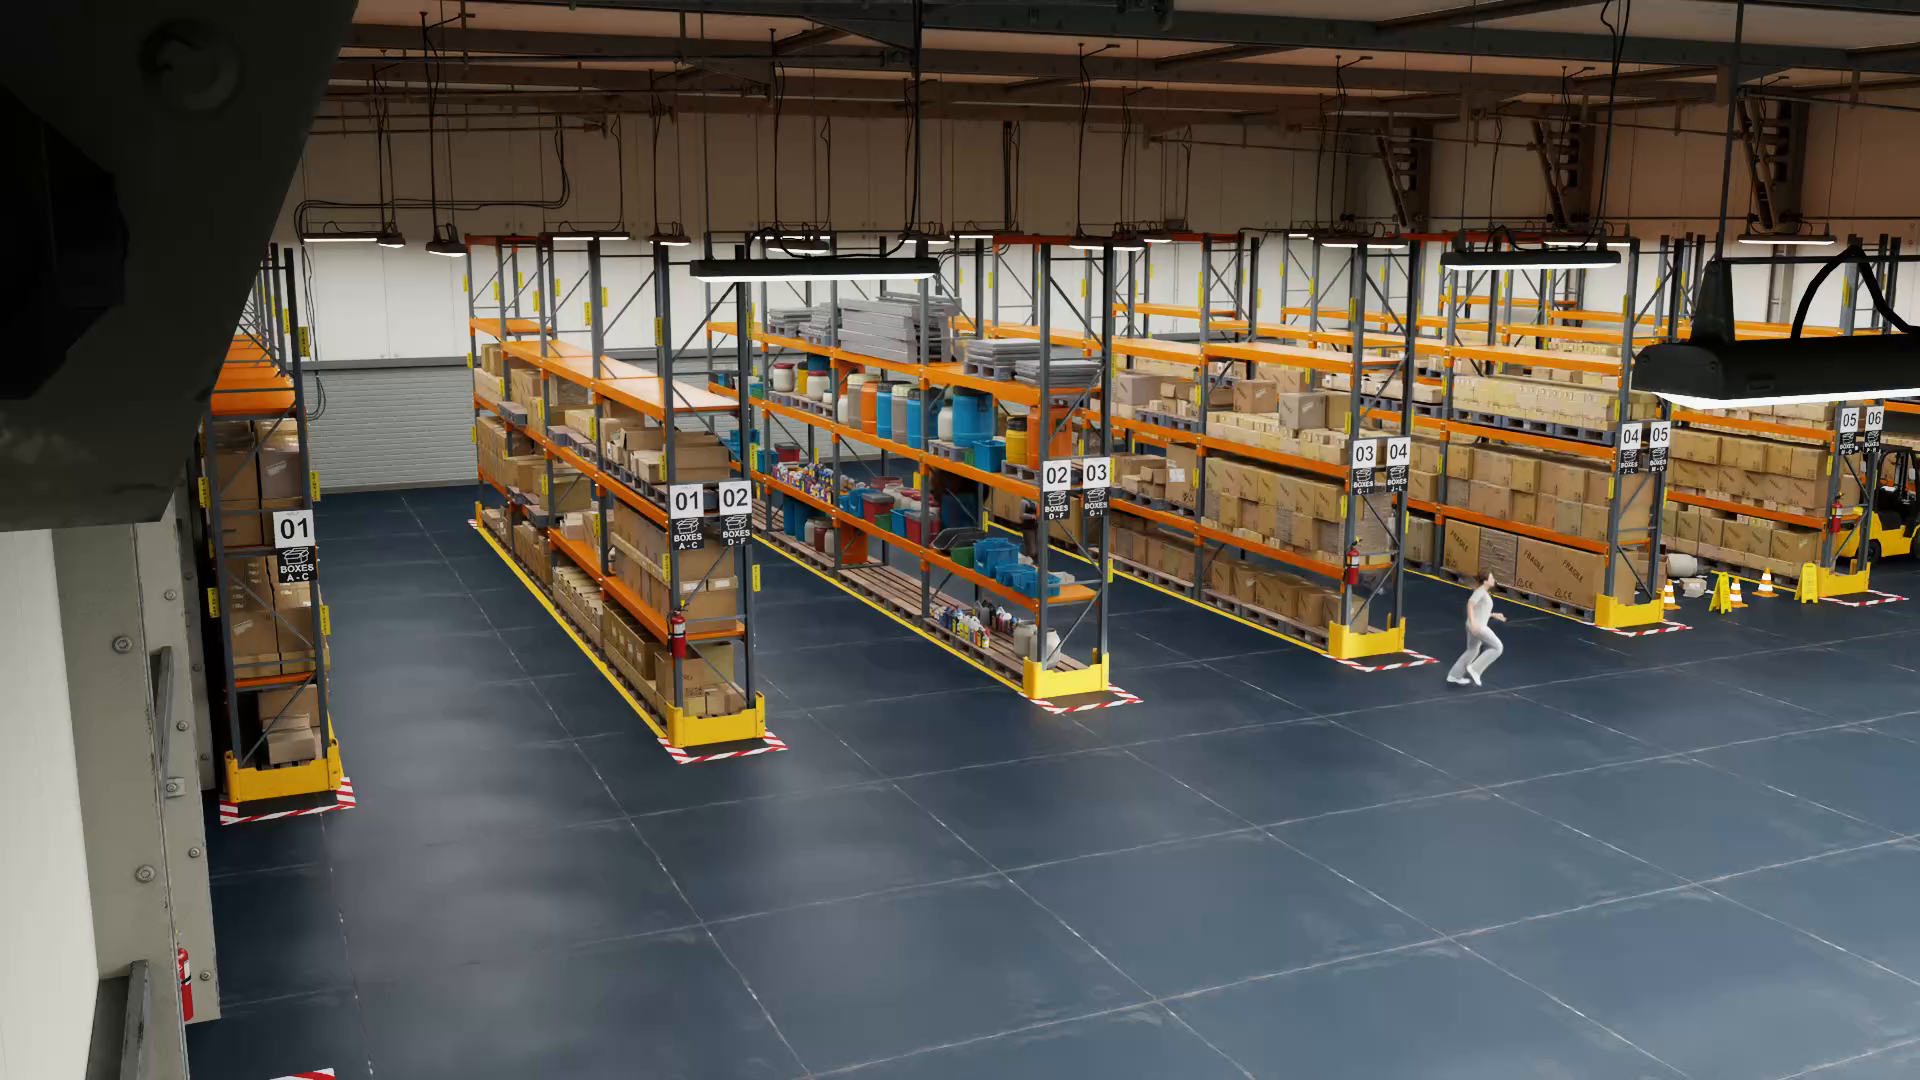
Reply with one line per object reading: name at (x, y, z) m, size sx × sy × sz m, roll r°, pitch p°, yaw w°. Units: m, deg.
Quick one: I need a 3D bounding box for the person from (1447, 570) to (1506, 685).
person at (7.065, 1.187, 22.675) m, size 0.723 × 1.600 × 0.490 m, roll 2°, pitch 11°, yaw 10°

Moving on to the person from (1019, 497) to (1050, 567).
person at (1.347, -0.160, 29.487) m, size 0.642 × 1.717 × 0.647 m, roll -8°, pitch 13°, yaw -34°

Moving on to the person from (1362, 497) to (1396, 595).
person at (7.203, 0.042, 28.331) m, size 0.627 × 1.815 × 0.826 m, roll -10°, pitch 15°, yaw -41°
